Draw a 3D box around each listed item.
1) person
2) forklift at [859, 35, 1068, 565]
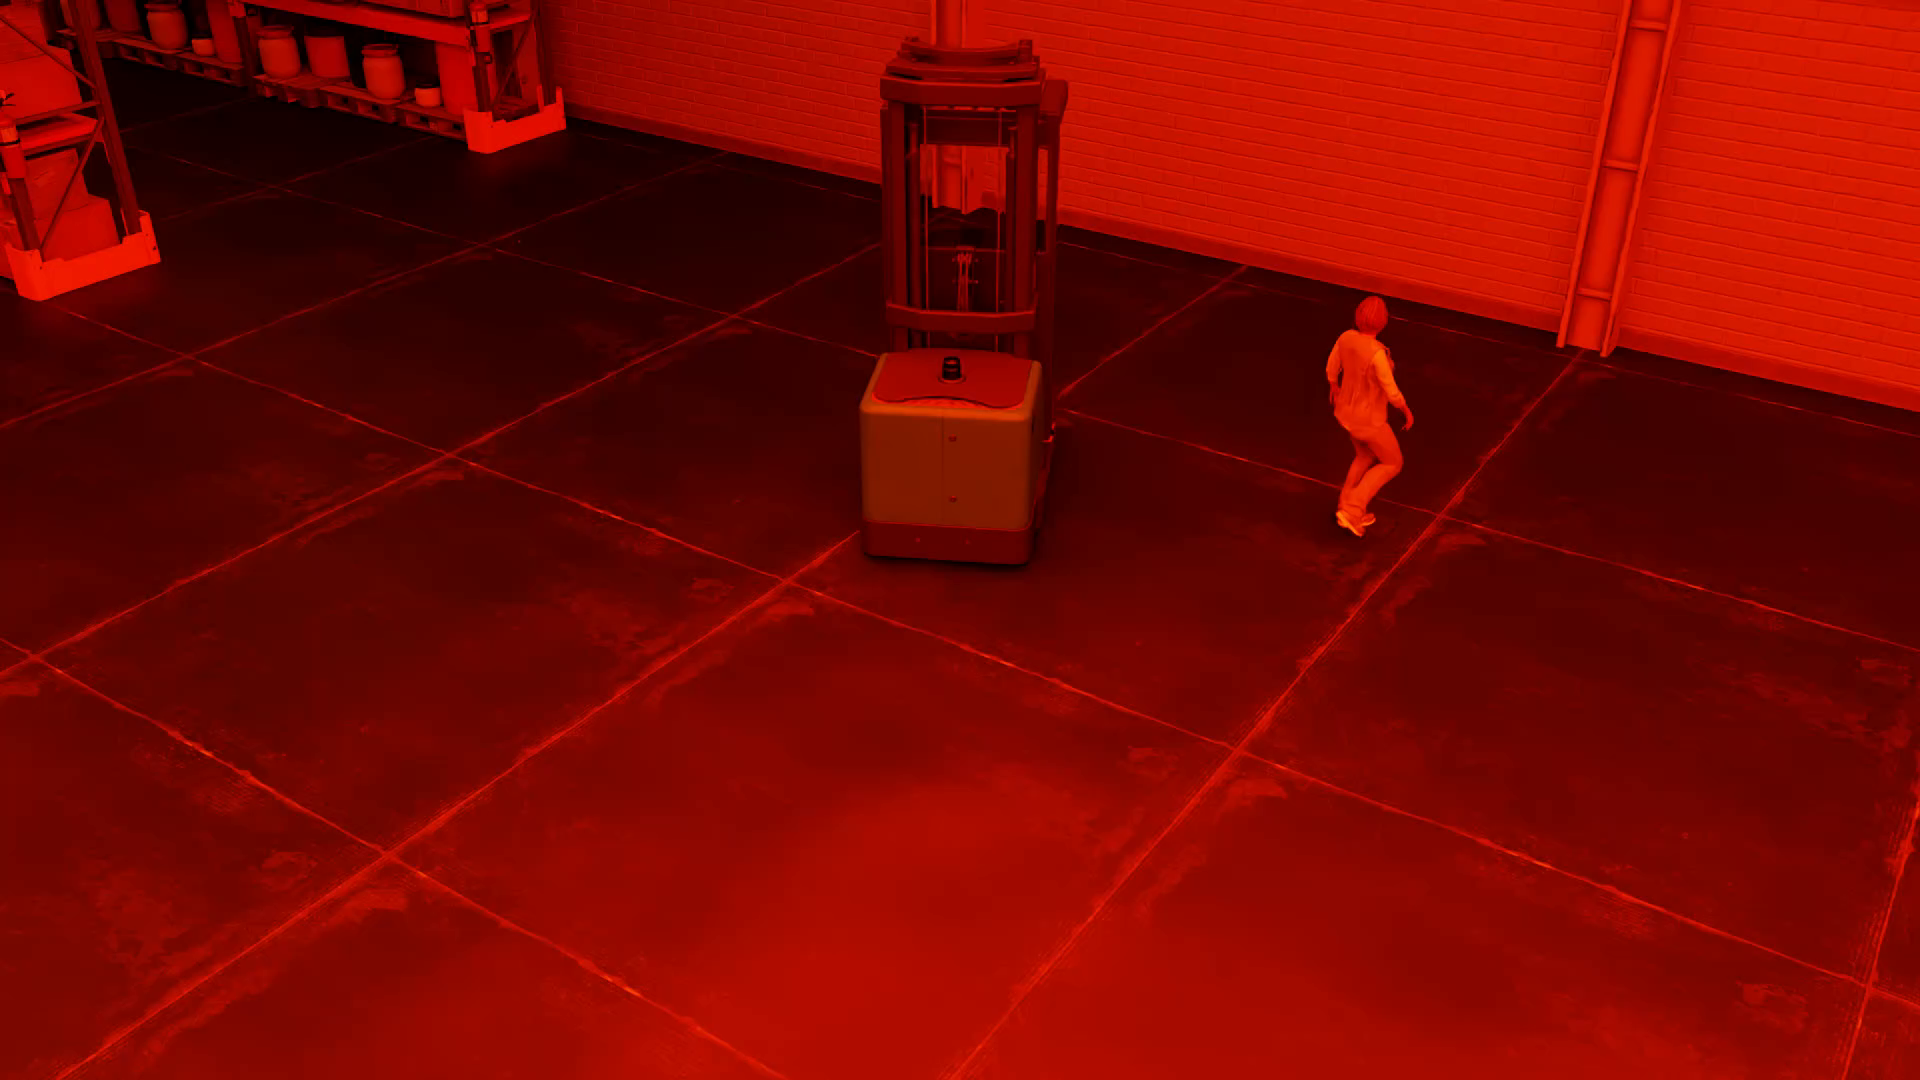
[{"bbox_3d":[2.503,-0.771,10.285,0.425,1.560,0.647,-9,31,-16],"label":"person"},{"bbox_3d":[0.094,-1.836,10.743,1.130,2.935,3.031,4,30,6],"label":"forklift"}]
